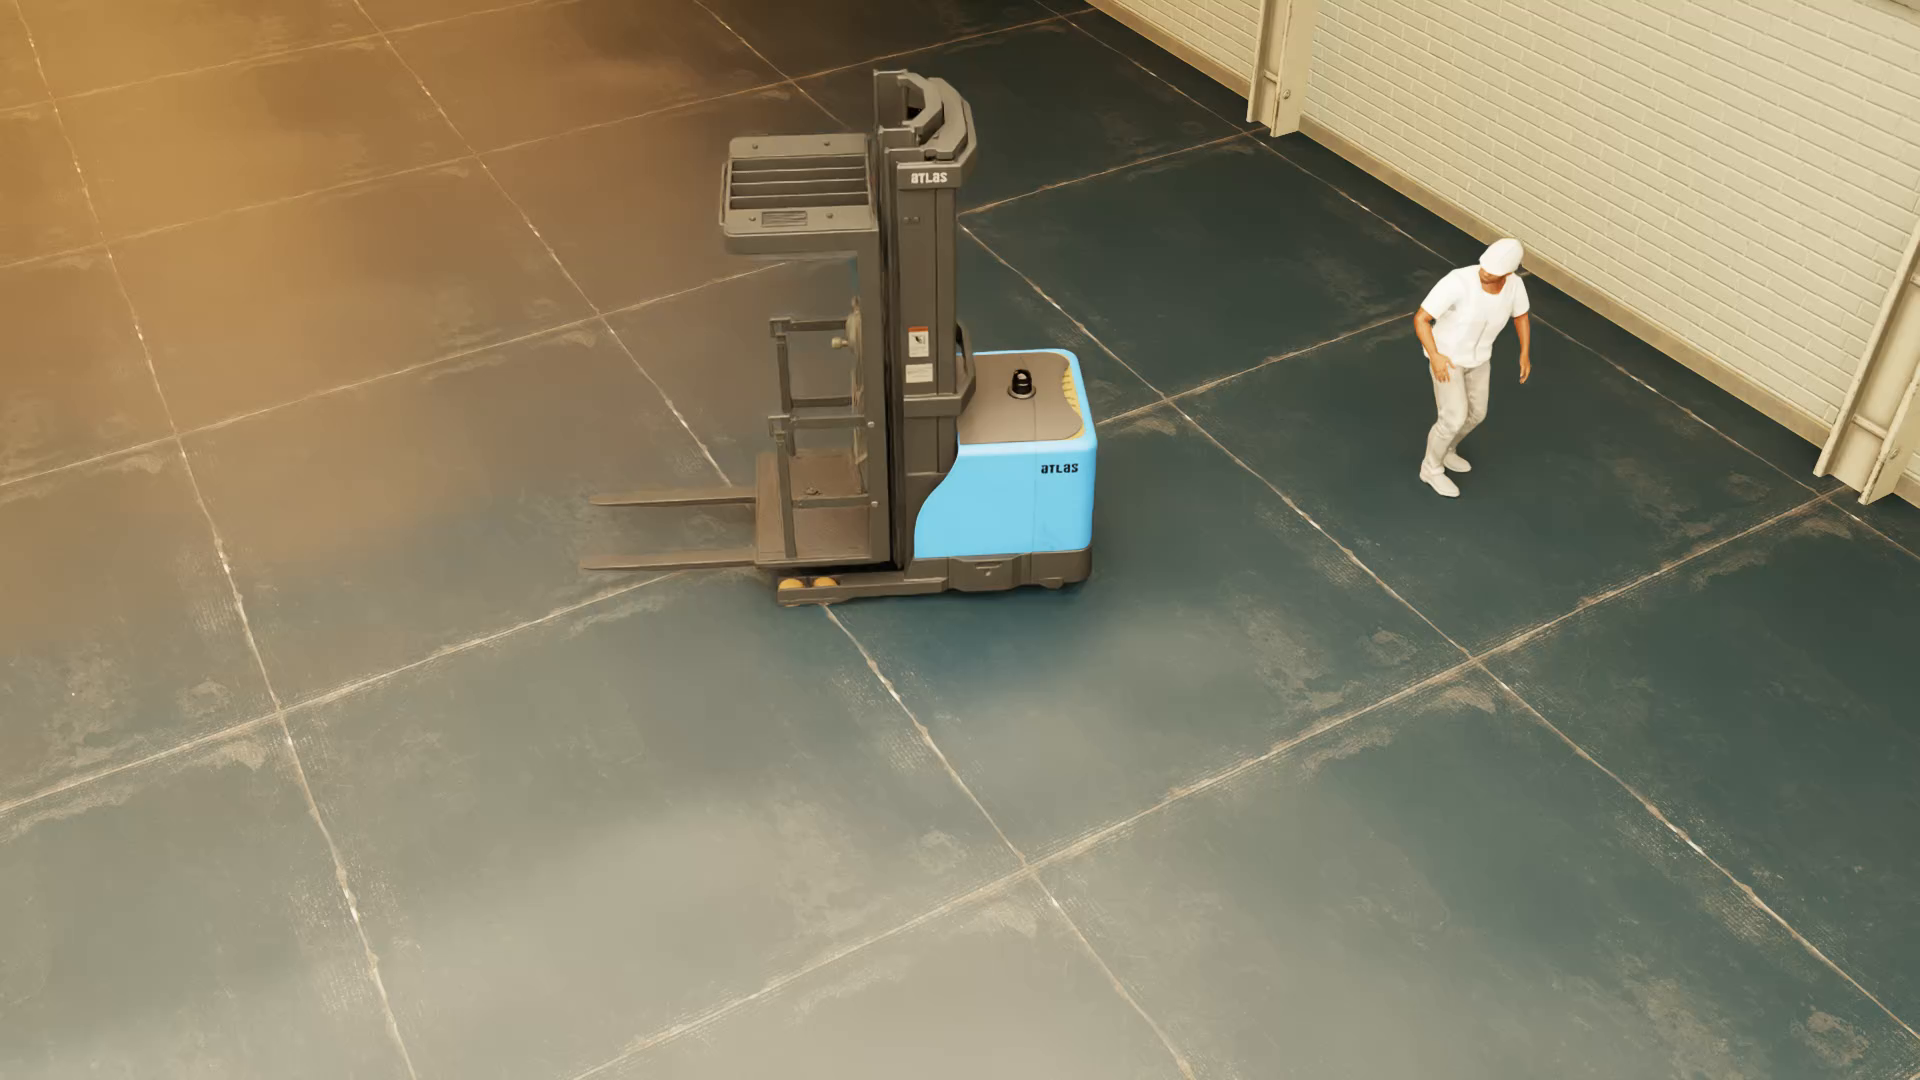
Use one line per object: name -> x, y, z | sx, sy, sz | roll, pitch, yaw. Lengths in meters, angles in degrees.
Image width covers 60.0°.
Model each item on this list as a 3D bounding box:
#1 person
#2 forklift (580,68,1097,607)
person -> 3.194, -1.107, 10.325 | 0.783, 1.723, 0.513 | -17, 43, -19
forklift -> -0.757, -1.085, 9.344 | 3.031, 2.935, 1.130 | -3, 40, -4
